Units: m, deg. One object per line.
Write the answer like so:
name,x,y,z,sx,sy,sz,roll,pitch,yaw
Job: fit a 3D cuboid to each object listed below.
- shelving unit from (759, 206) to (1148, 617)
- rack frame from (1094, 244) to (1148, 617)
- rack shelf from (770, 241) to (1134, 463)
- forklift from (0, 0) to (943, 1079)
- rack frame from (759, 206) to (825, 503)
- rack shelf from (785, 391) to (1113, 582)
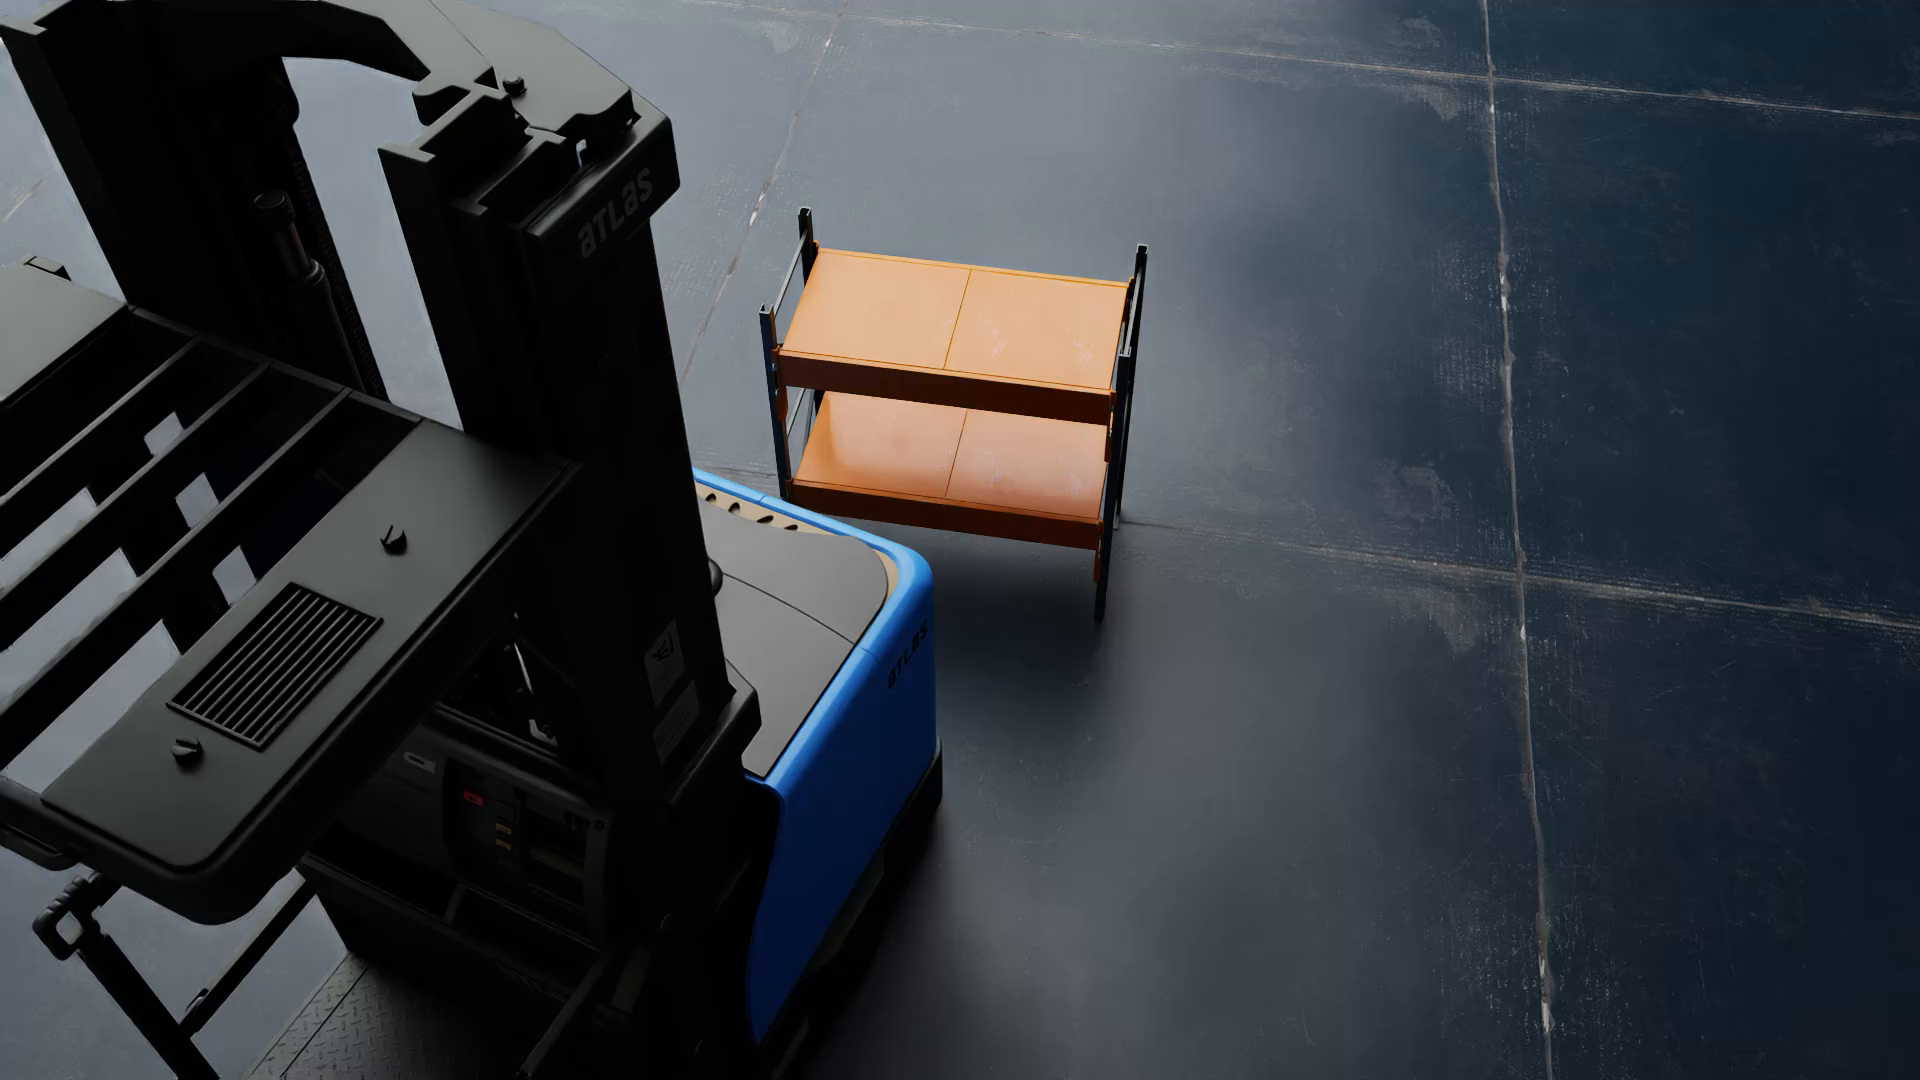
shelving unit,-0.007,-0.377,5.196,1.048,1.125,0.538,8,49,7
rack frame,0.494,-0.310,5.135,0.032,1.125,0.500,8,49,7
rack shelf,-0.007,-0.572,4.978,1.000,0.278,0.538,8,49,7
forklift,-1.156,0.604,3.100,1.130,2.935,3.031,20,51,17
rack frame,-0.507,-0.444,5.256,0.032,1.125,0.500,8,49,7
rack shelf,-0.007,-0.213,5.378,1.000,0.278,0.538,8,49,7
